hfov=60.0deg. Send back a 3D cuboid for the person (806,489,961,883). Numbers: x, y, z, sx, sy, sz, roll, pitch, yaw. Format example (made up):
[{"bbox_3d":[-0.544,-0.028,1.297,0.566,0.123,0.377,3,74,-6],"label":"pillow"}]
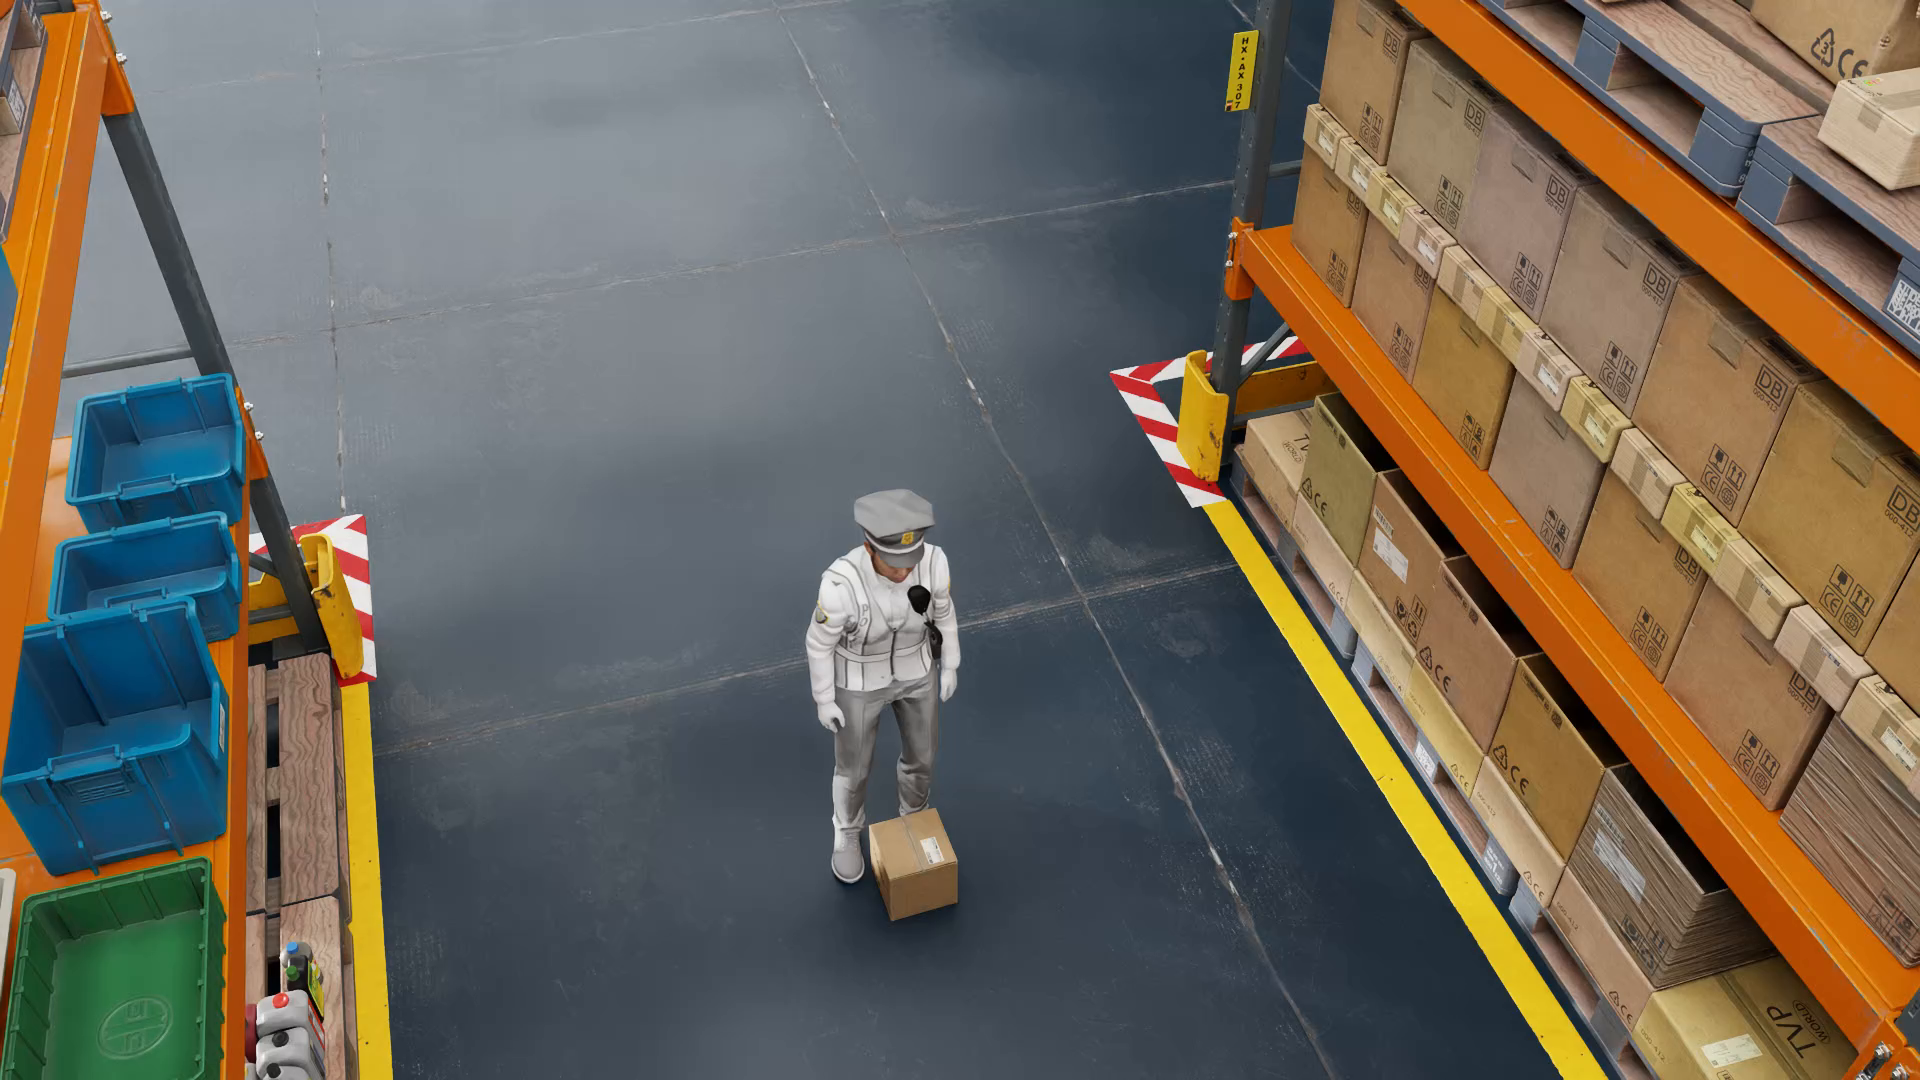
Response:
[{"bbox_3d":[-0.245,0.482,5.632,0.531,1.662,0.375,-14,44,-15],"label":"person"}]
